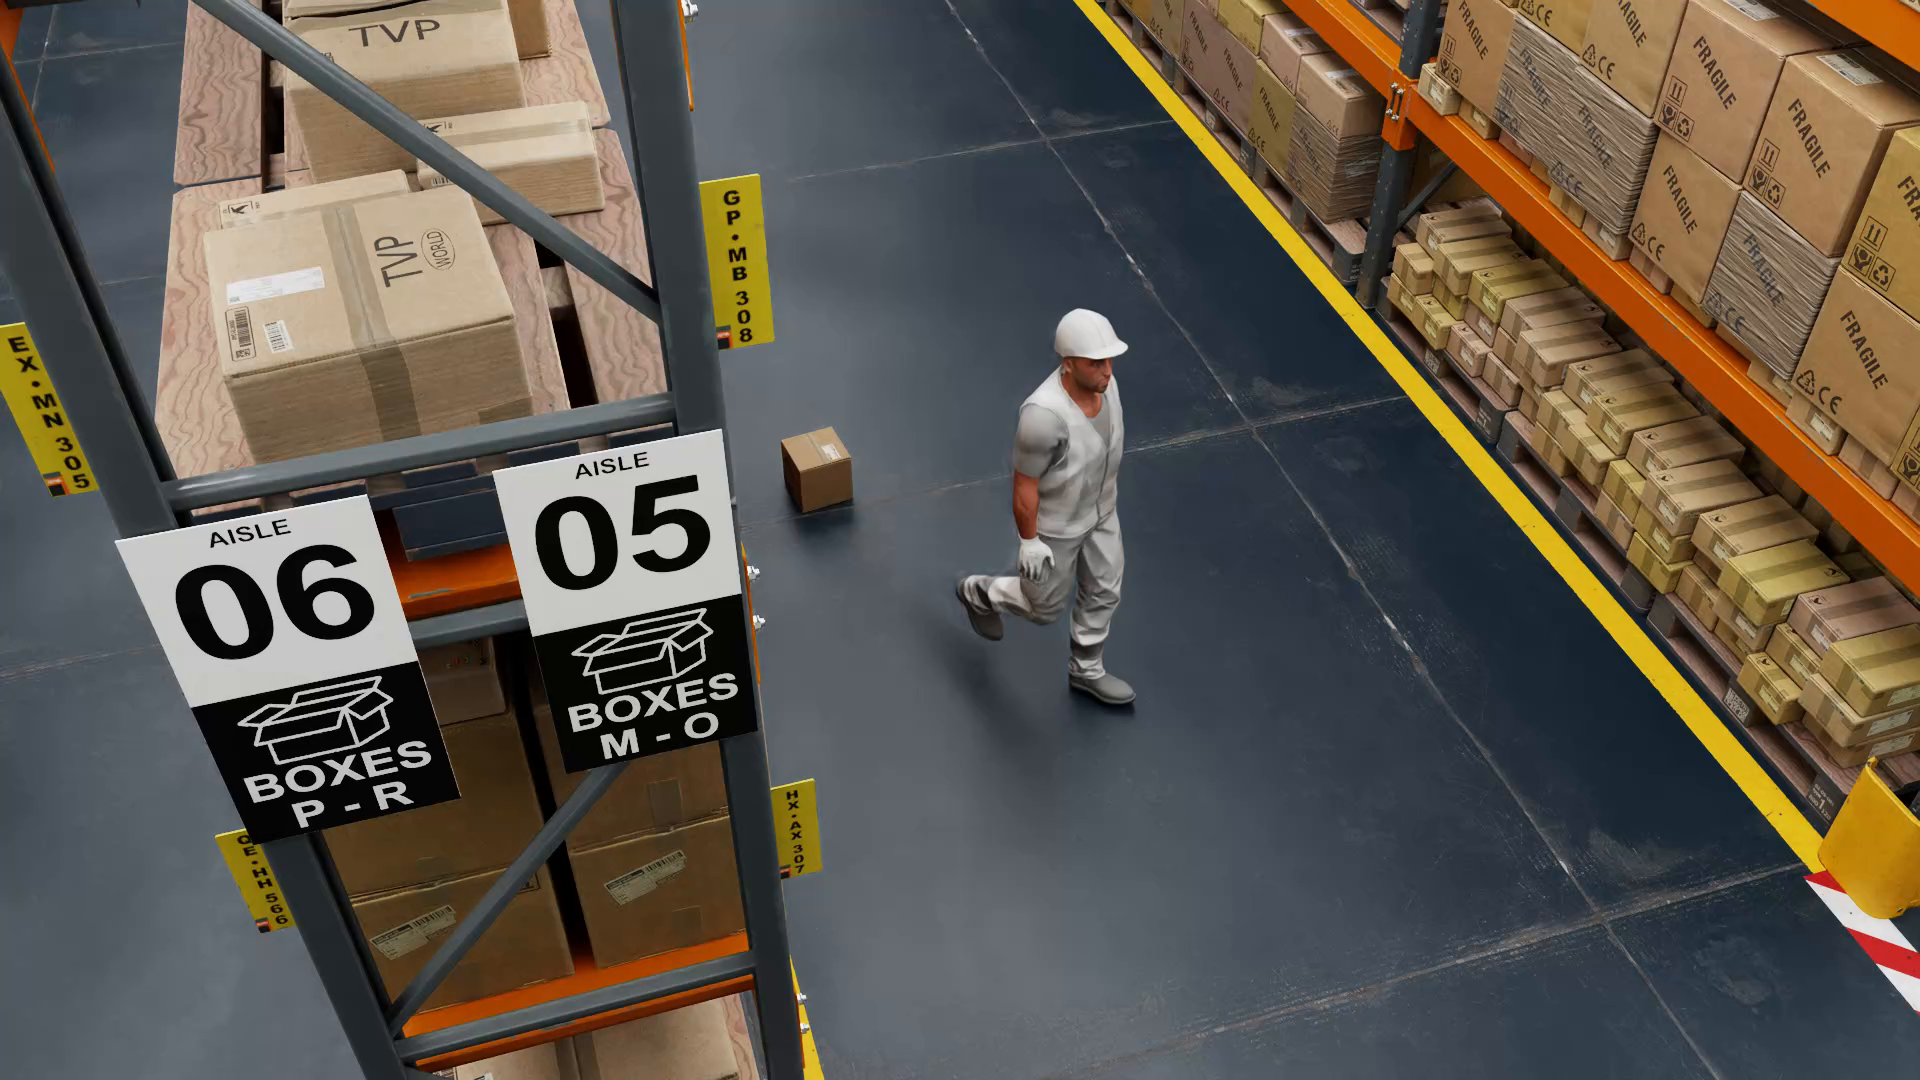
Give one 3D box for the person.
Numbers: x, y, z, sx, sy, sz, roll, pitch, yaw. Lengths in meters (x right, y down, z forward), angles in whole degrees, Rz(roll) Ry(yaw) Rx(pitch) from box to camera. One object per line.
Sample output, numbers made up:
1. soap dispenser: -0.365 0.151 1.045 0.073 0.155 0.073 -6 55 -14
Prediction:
1. person: 0.345 -0.128 6.268 0.819 1.771 0.558 30 50 29
